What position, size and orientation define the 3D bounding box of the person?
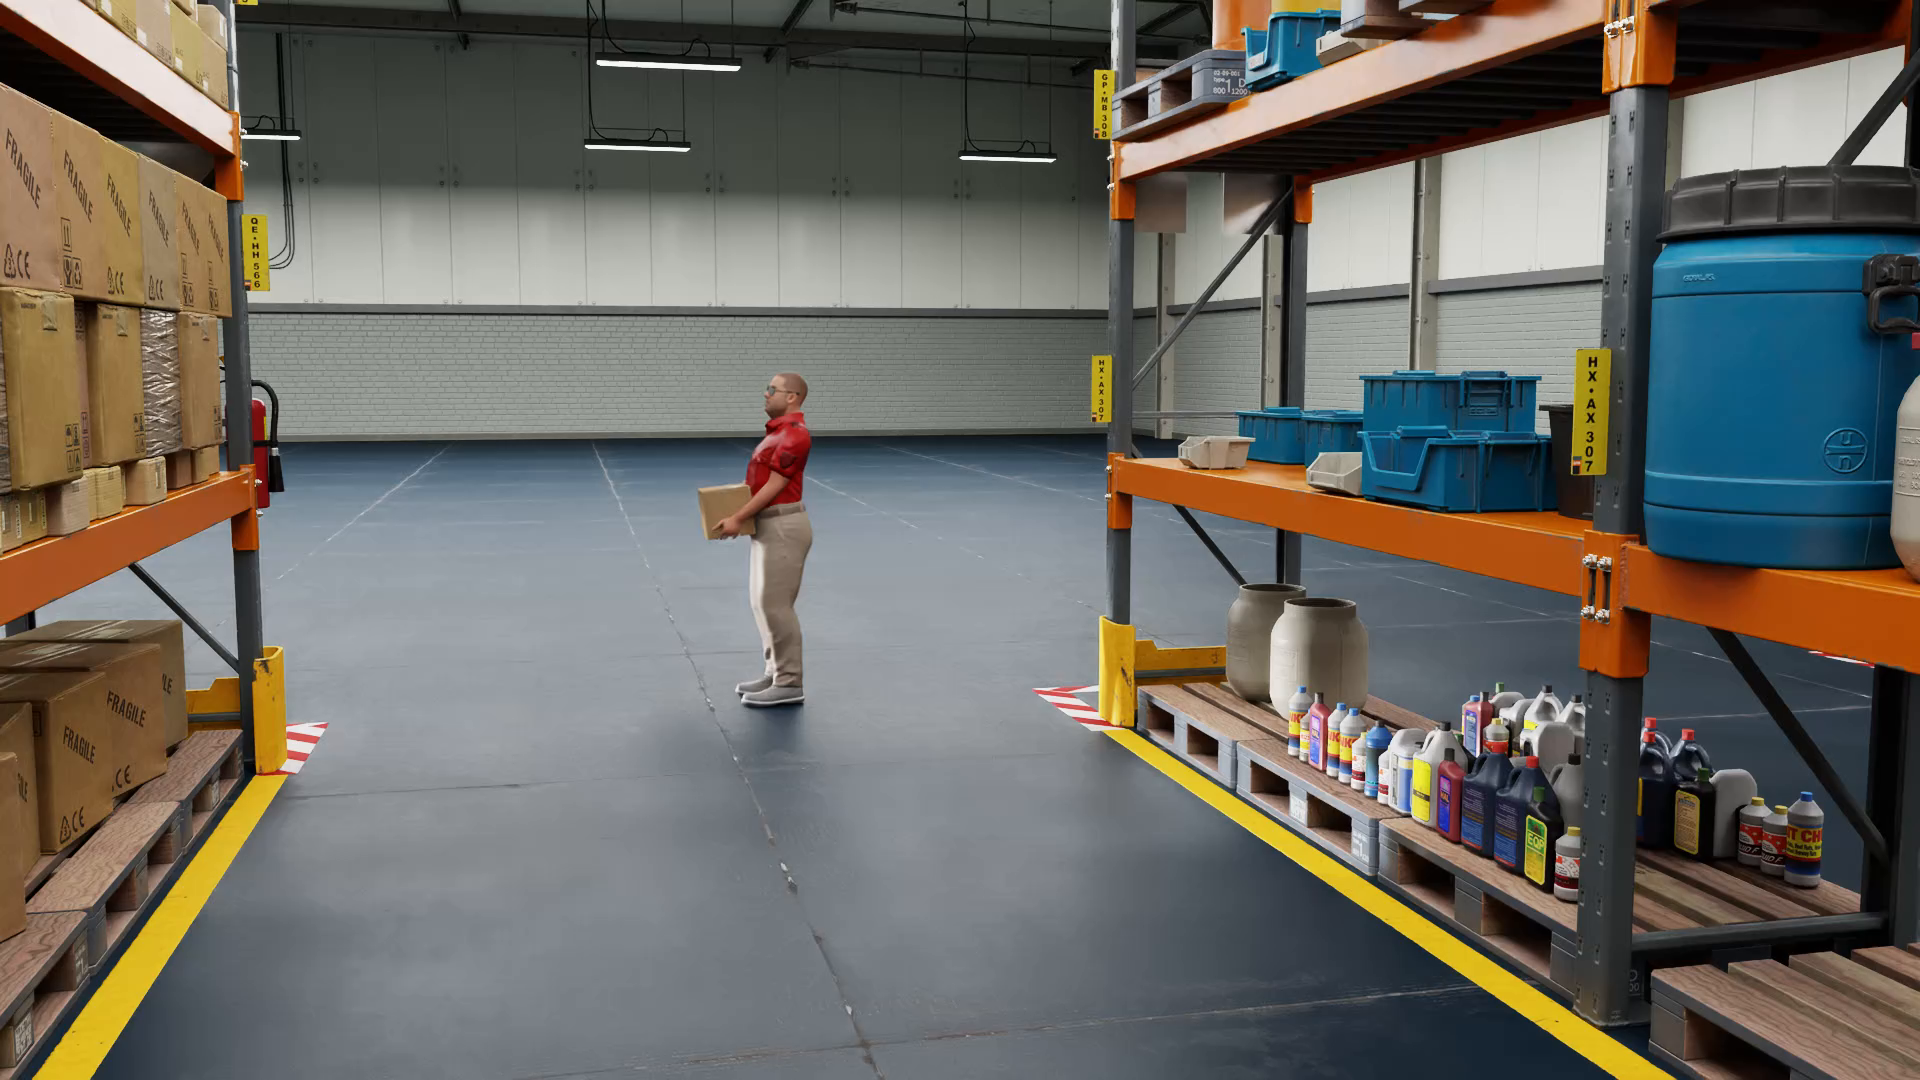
[{"bbox_3d":[-1.037,-0.013,8.663,0.529,1.720,0.499,-2,6,-14],"label":"person"}]
